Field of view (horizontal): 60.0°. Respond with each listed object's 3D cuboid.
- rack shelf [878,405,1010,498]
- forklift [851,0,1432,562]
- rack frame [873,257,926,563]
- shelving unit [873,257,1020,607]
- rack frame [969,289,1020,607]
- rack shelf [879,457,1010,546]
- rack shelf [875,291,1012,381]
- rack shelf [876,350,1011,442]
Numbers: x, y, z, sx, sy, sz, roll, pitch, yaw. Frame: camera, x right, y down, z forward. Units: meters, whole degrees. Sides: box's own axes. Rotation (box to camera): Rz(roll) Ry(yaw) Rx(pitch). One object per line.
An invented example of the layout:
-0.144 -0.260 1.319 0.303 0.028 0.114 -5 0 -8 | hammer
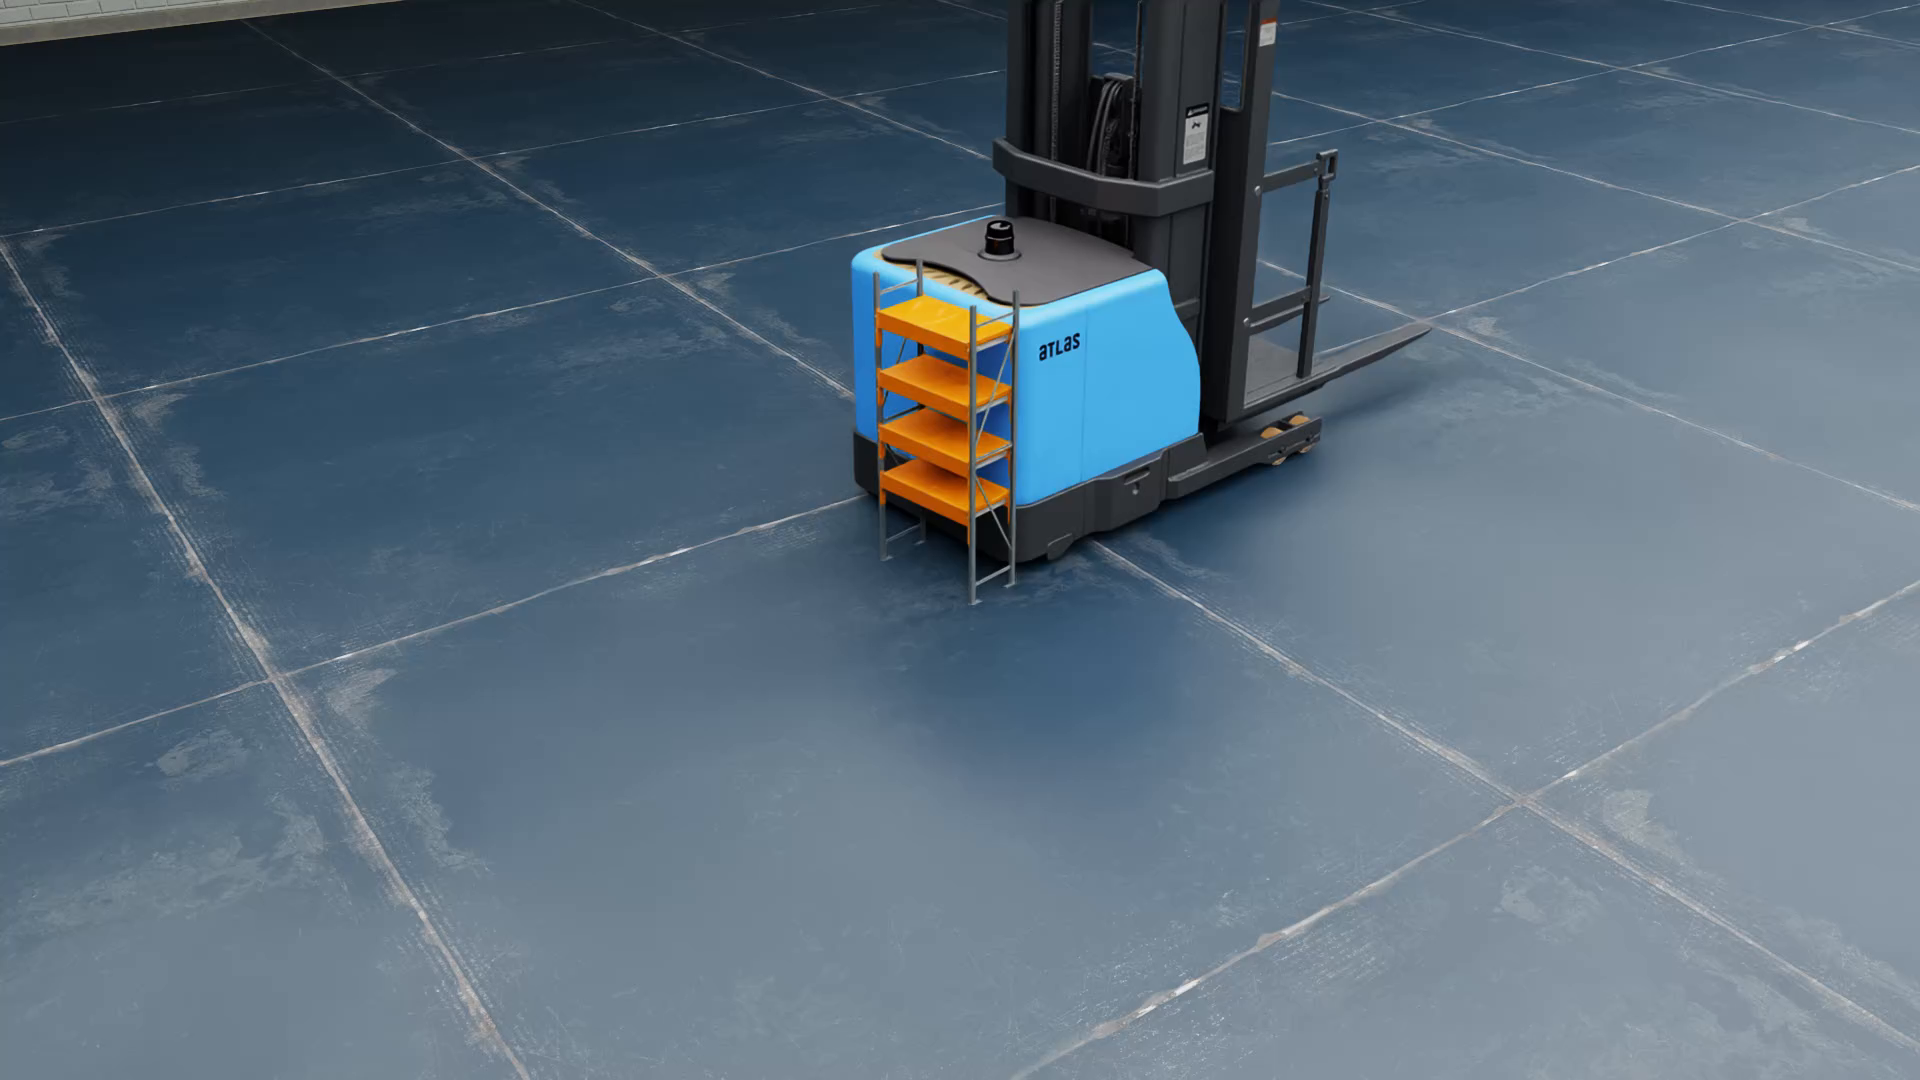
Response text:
-0.052 -0.340 6.260 0.480 0.148 0.258 25 37 38 | rack shelf
0.987 -1.784 6.964 3.031 2.935 1.130 -23 36 -36 | forklift
-0.227 -0.481 6.378 0.015 1.200 0.240 25 37 38 | rack frame
-0.052 -0.399 6.228 0.503 1.200 0.258 25 37 38 | shelving unit
0.122 -0.318 6.078 0.015 1.200 0.240 25 37 38 | rack frame
-0.052 -0.166 6.355 0.480 0.148 0.258 25 37 38 | rack shelf
-0.052 -0.745 6.040 0.480 0.148 0.258 25 37 38 | rack shelf
-0.052 -0.537 6.153 0.480 0.148 0.258 25 37 38 | rack shelf
